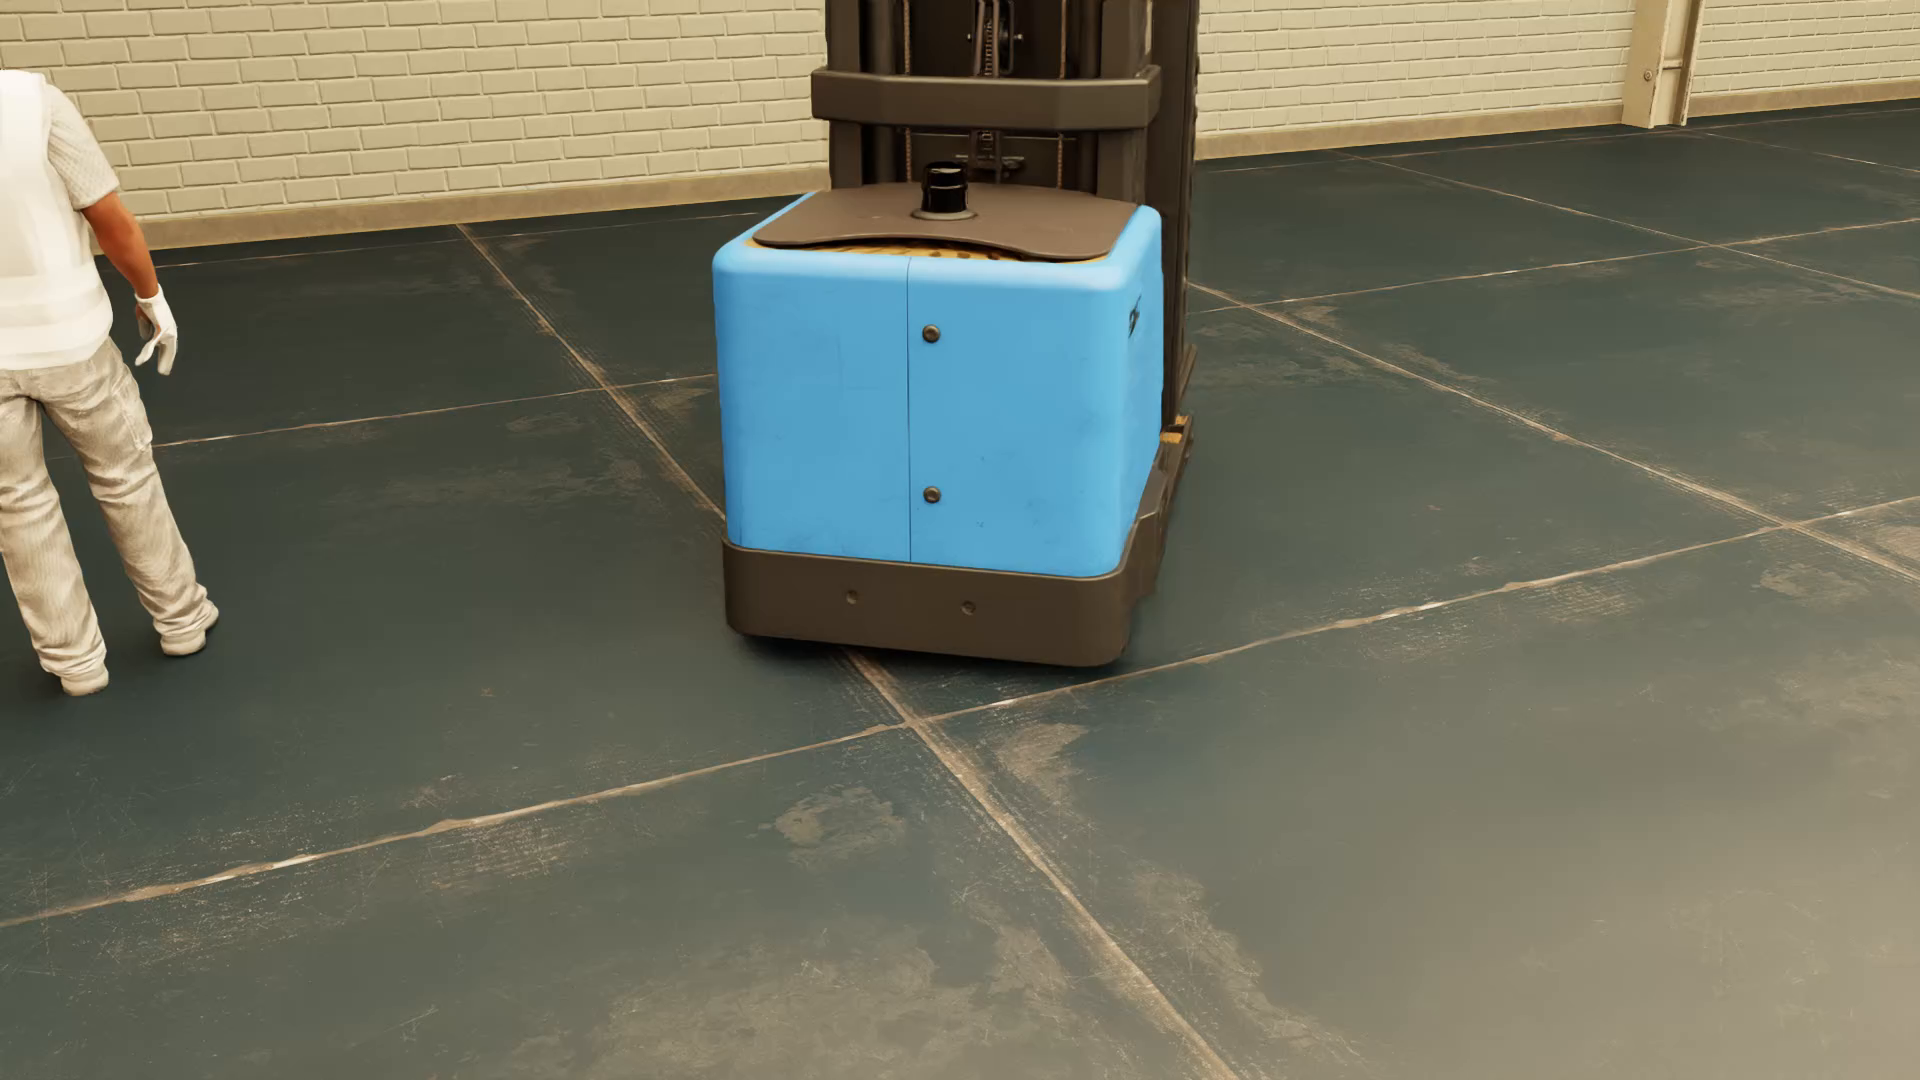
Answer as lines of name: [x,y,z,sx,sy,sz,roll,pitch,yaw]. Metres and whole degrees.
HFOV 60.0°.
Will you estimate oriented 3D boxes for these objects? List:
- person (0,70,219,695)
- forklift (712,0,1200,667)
person: [-2.231,-0.492,3.954,0.672,1.786,0.576,-9,24,-22]
forklift: [0.199,-1.571,5.069,1.130,2.935,3.031,5,23,11]
